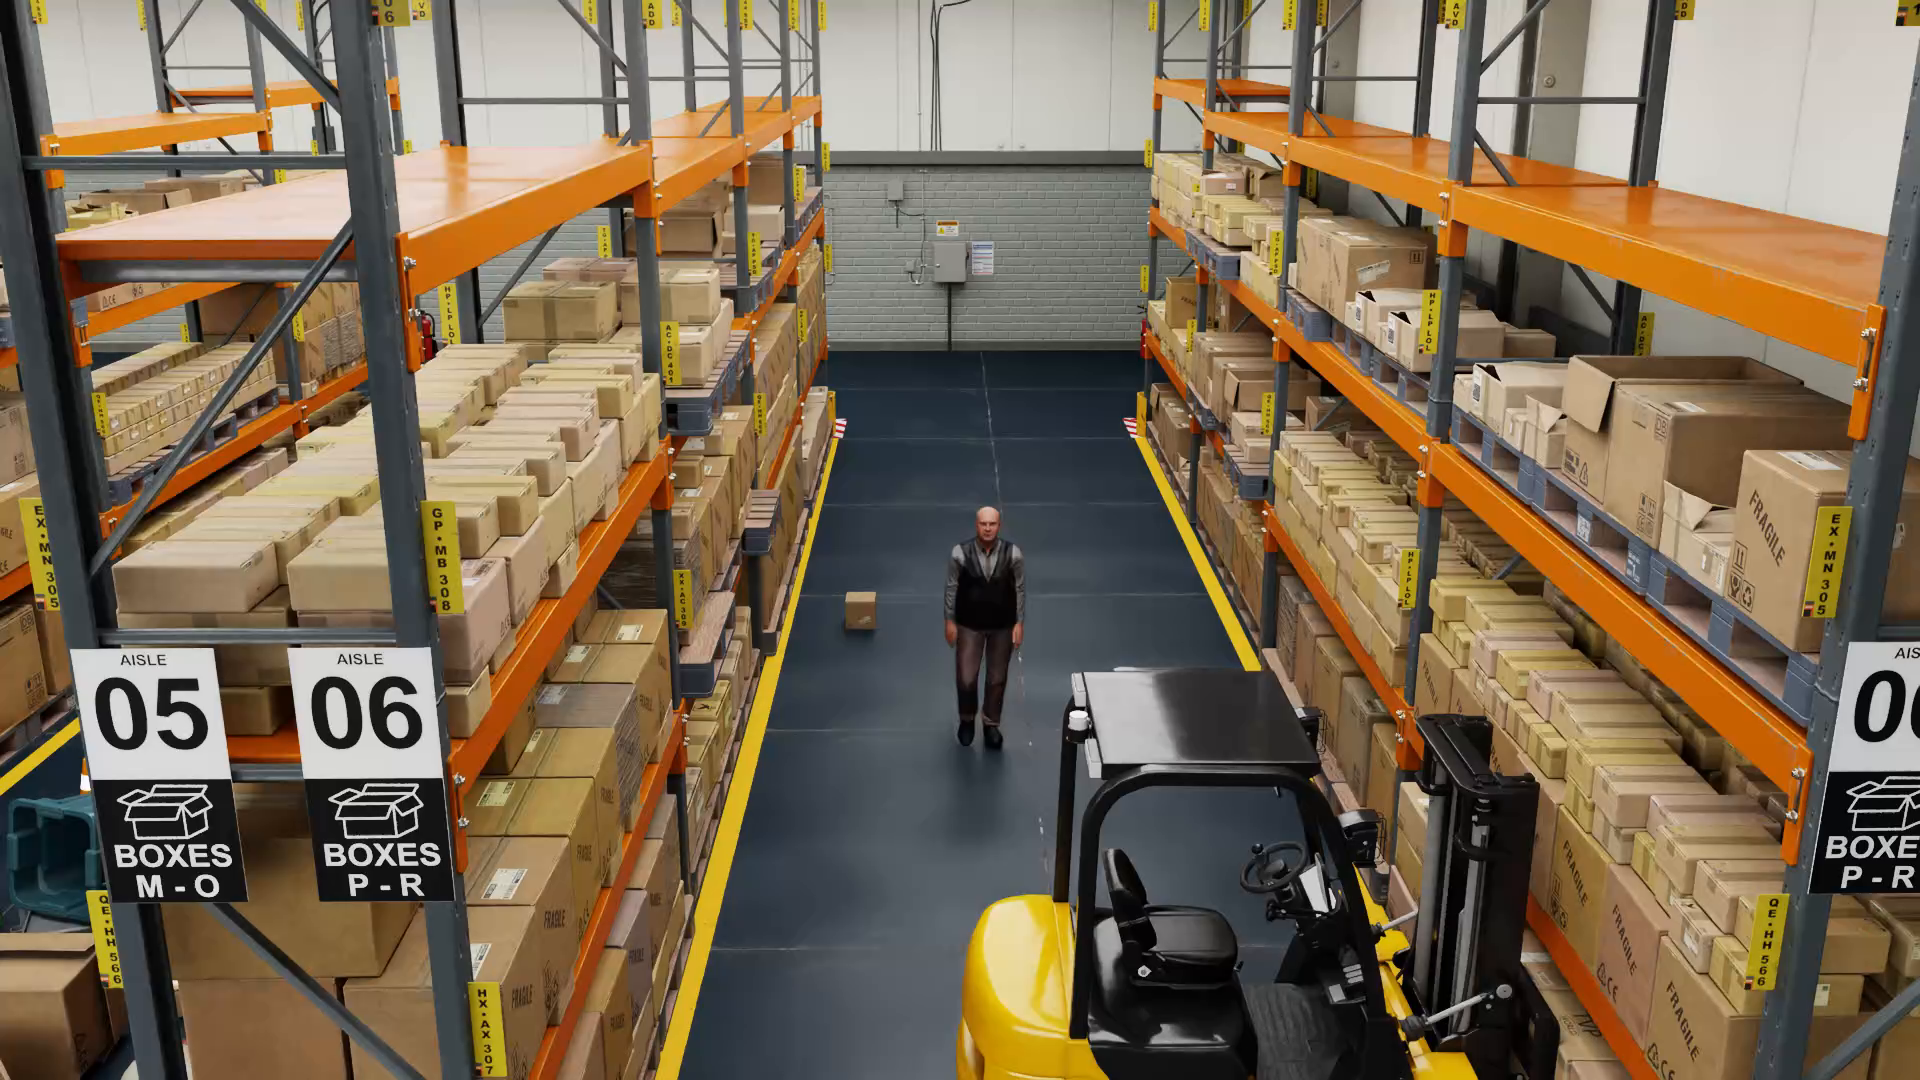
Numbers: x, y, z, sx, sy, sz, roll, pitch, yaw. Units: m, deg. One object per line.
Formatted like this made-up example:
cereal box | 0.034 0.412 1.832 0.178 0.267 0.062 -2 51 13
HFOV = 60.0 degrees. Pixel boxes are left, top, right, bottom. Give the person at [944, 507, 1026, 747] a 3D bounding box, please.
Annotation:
person | 0.178 0.626 11.515 0.562 1.750 0.451 -2 17 -5
